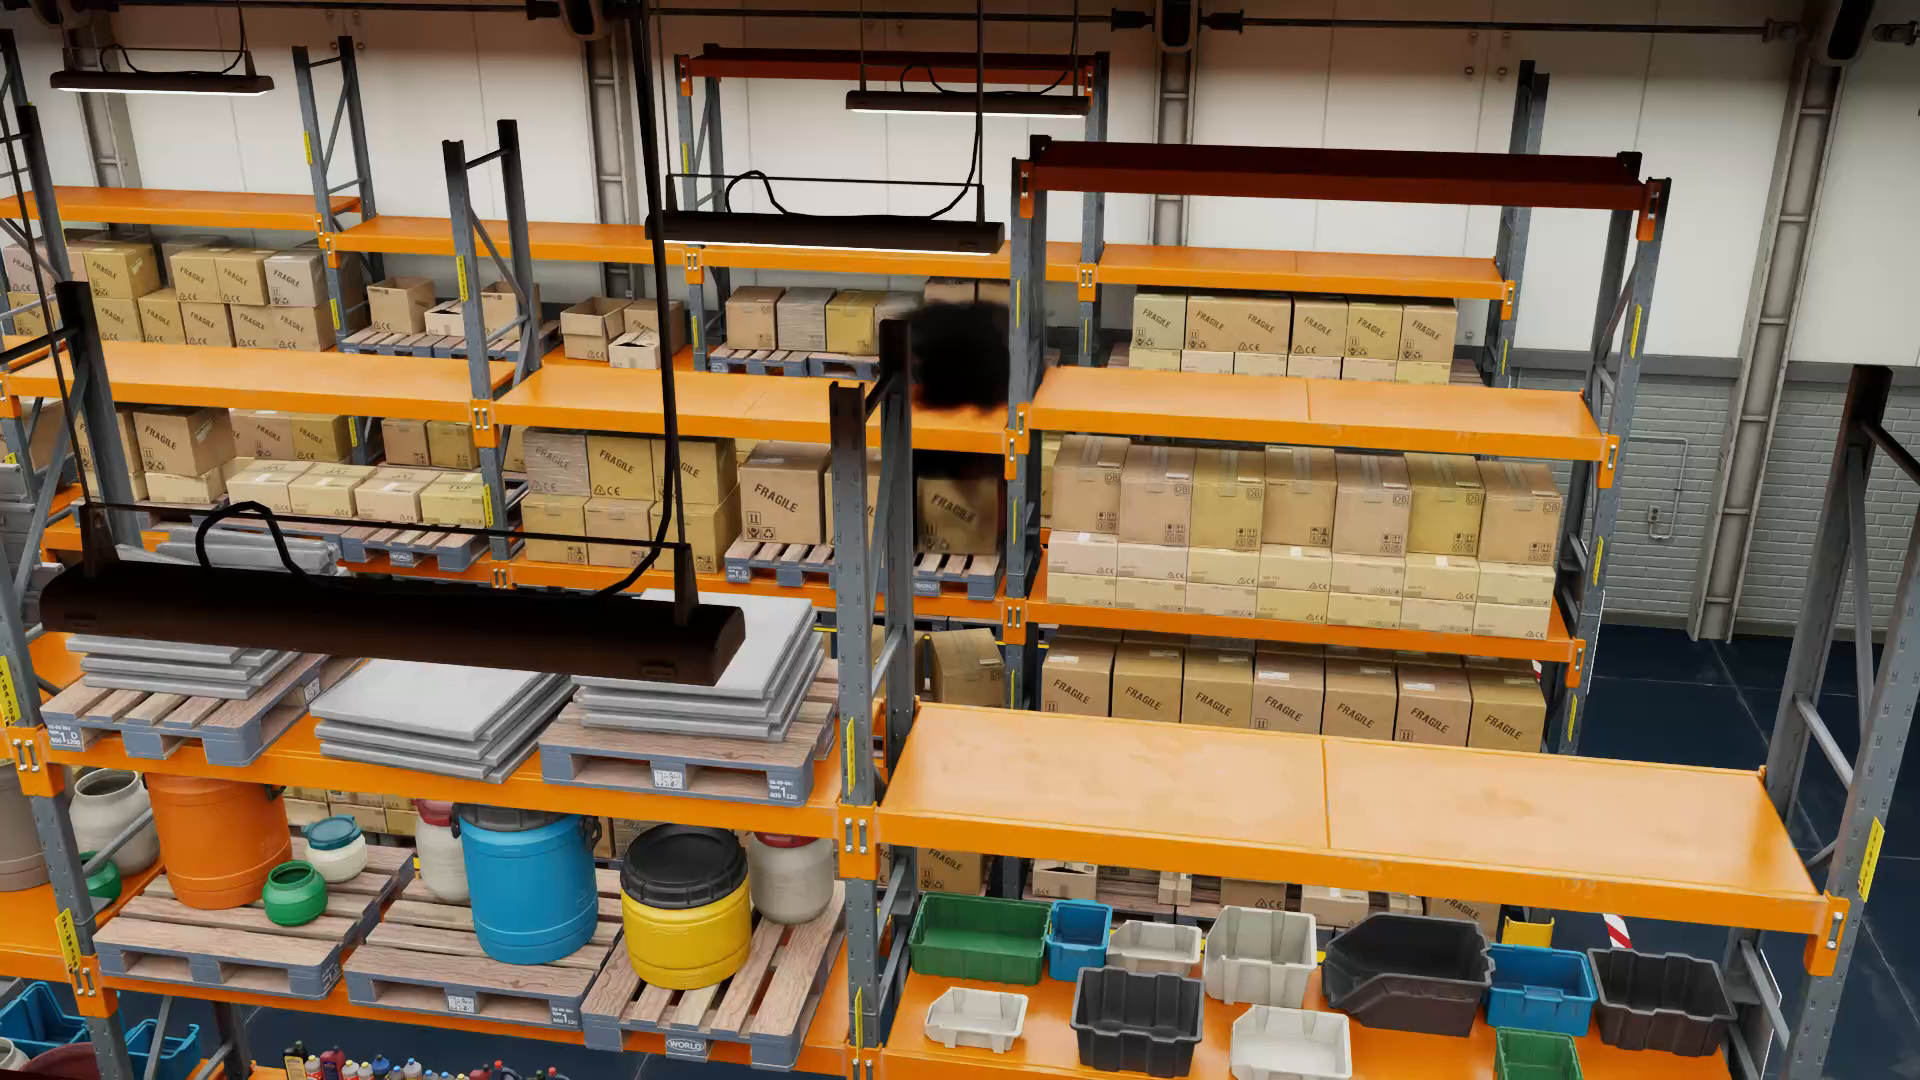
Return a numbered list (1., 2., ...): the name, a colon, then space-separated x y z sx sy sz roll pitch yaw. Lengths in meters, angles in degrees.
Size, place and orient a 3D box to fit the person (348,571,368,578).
1. person: -6.195 0.624 16.855 0.826 1.686 0.666 -17 28 -34
